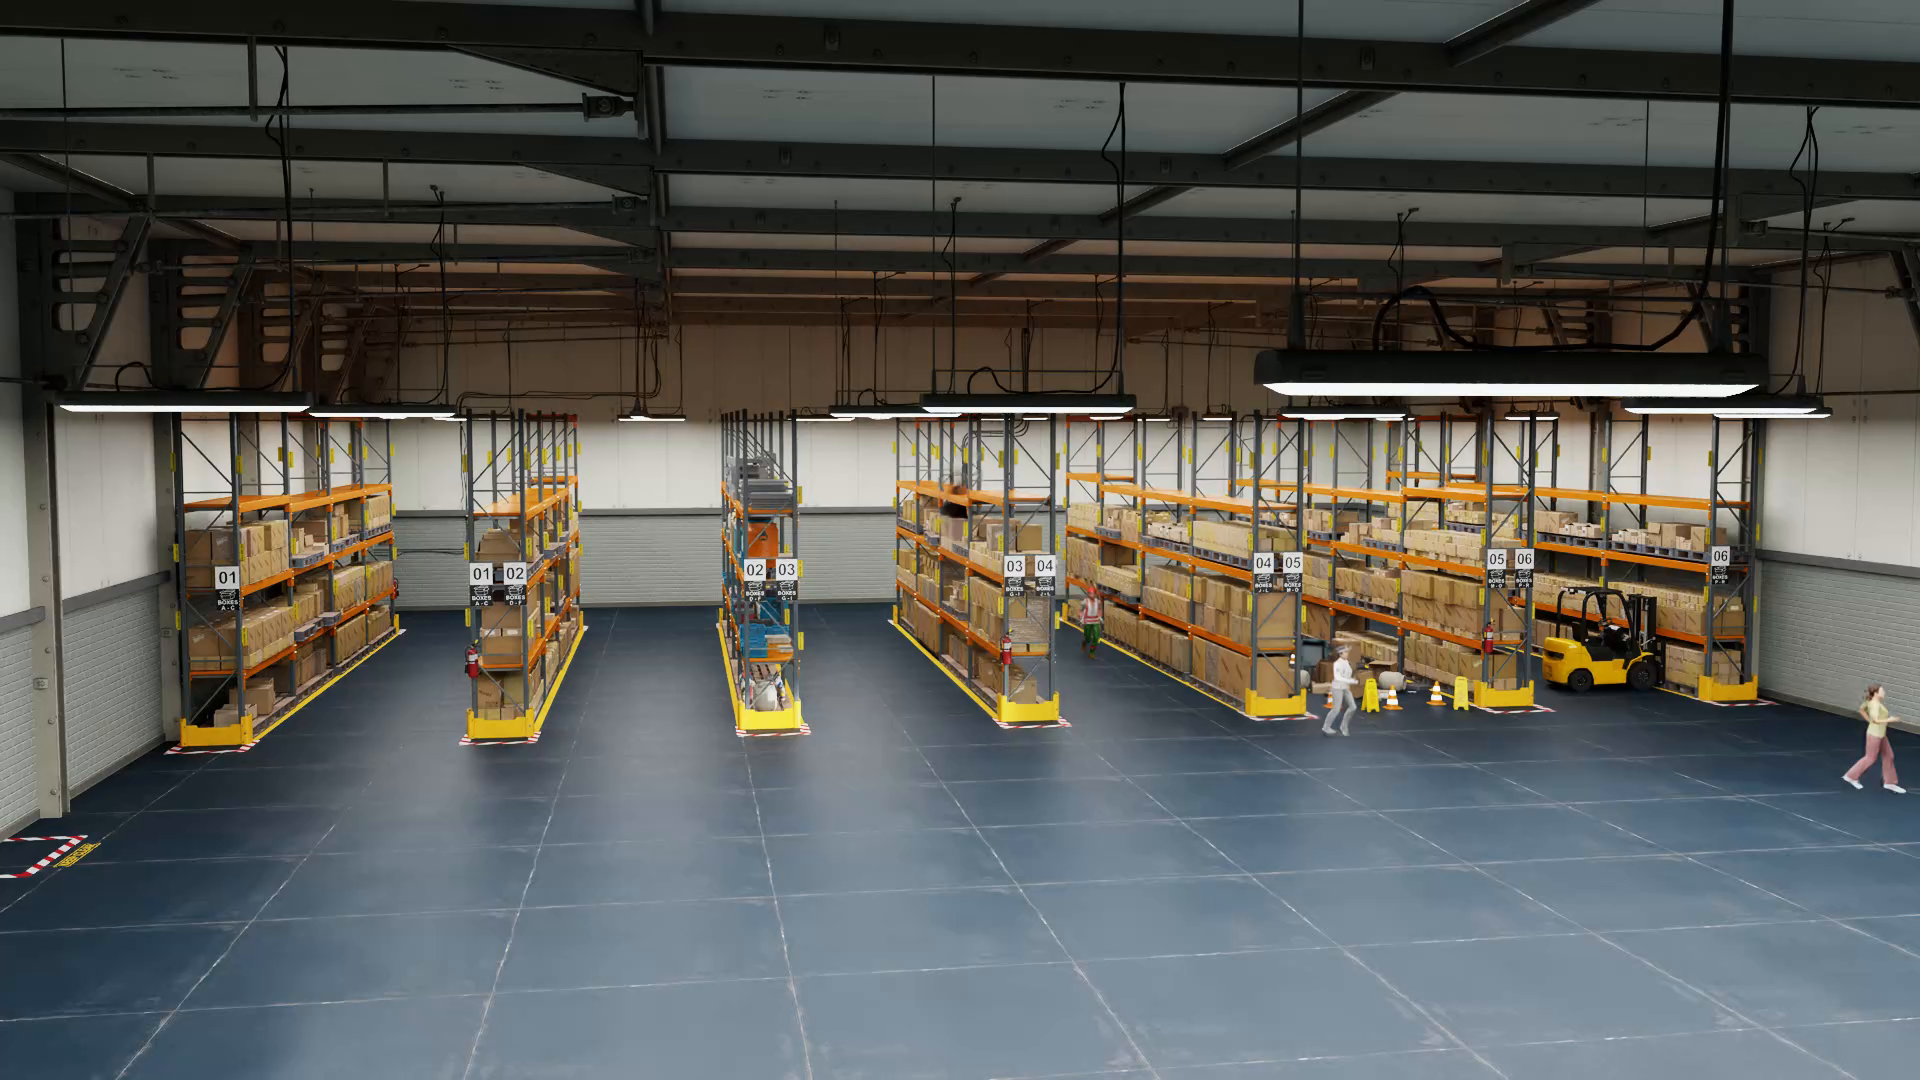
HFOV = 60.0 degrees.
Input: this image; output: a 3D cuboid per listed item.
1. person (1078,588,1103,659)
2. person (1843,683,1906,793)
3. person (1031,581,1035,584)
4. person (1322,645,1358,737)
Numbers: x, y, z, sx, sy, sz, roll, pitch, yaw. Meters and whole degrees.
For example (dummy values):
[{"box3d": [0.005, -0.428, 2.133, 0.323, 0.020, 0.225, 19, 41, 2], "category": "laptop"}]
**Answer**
[{"box3d": [3.194, 2.022, 40.680, 0.646, 1.738, 0.711, -1, 4, -12], "category": "person"}, {"box3d": [14.200, 3.059, 25.781, 0.862, 1.681, 0.573, 2, 5, 31], "category": "person"}, {"box3d": [1.926, 1.438, 49.090, 0.743, 1.739, 0.971, 3, 5, 37], "category": "person"}, {"box3d": [6.999, 2.776, 30.461, 0.703, 1.750, 0.623, 3, 5, 40], "category": "person"}]
